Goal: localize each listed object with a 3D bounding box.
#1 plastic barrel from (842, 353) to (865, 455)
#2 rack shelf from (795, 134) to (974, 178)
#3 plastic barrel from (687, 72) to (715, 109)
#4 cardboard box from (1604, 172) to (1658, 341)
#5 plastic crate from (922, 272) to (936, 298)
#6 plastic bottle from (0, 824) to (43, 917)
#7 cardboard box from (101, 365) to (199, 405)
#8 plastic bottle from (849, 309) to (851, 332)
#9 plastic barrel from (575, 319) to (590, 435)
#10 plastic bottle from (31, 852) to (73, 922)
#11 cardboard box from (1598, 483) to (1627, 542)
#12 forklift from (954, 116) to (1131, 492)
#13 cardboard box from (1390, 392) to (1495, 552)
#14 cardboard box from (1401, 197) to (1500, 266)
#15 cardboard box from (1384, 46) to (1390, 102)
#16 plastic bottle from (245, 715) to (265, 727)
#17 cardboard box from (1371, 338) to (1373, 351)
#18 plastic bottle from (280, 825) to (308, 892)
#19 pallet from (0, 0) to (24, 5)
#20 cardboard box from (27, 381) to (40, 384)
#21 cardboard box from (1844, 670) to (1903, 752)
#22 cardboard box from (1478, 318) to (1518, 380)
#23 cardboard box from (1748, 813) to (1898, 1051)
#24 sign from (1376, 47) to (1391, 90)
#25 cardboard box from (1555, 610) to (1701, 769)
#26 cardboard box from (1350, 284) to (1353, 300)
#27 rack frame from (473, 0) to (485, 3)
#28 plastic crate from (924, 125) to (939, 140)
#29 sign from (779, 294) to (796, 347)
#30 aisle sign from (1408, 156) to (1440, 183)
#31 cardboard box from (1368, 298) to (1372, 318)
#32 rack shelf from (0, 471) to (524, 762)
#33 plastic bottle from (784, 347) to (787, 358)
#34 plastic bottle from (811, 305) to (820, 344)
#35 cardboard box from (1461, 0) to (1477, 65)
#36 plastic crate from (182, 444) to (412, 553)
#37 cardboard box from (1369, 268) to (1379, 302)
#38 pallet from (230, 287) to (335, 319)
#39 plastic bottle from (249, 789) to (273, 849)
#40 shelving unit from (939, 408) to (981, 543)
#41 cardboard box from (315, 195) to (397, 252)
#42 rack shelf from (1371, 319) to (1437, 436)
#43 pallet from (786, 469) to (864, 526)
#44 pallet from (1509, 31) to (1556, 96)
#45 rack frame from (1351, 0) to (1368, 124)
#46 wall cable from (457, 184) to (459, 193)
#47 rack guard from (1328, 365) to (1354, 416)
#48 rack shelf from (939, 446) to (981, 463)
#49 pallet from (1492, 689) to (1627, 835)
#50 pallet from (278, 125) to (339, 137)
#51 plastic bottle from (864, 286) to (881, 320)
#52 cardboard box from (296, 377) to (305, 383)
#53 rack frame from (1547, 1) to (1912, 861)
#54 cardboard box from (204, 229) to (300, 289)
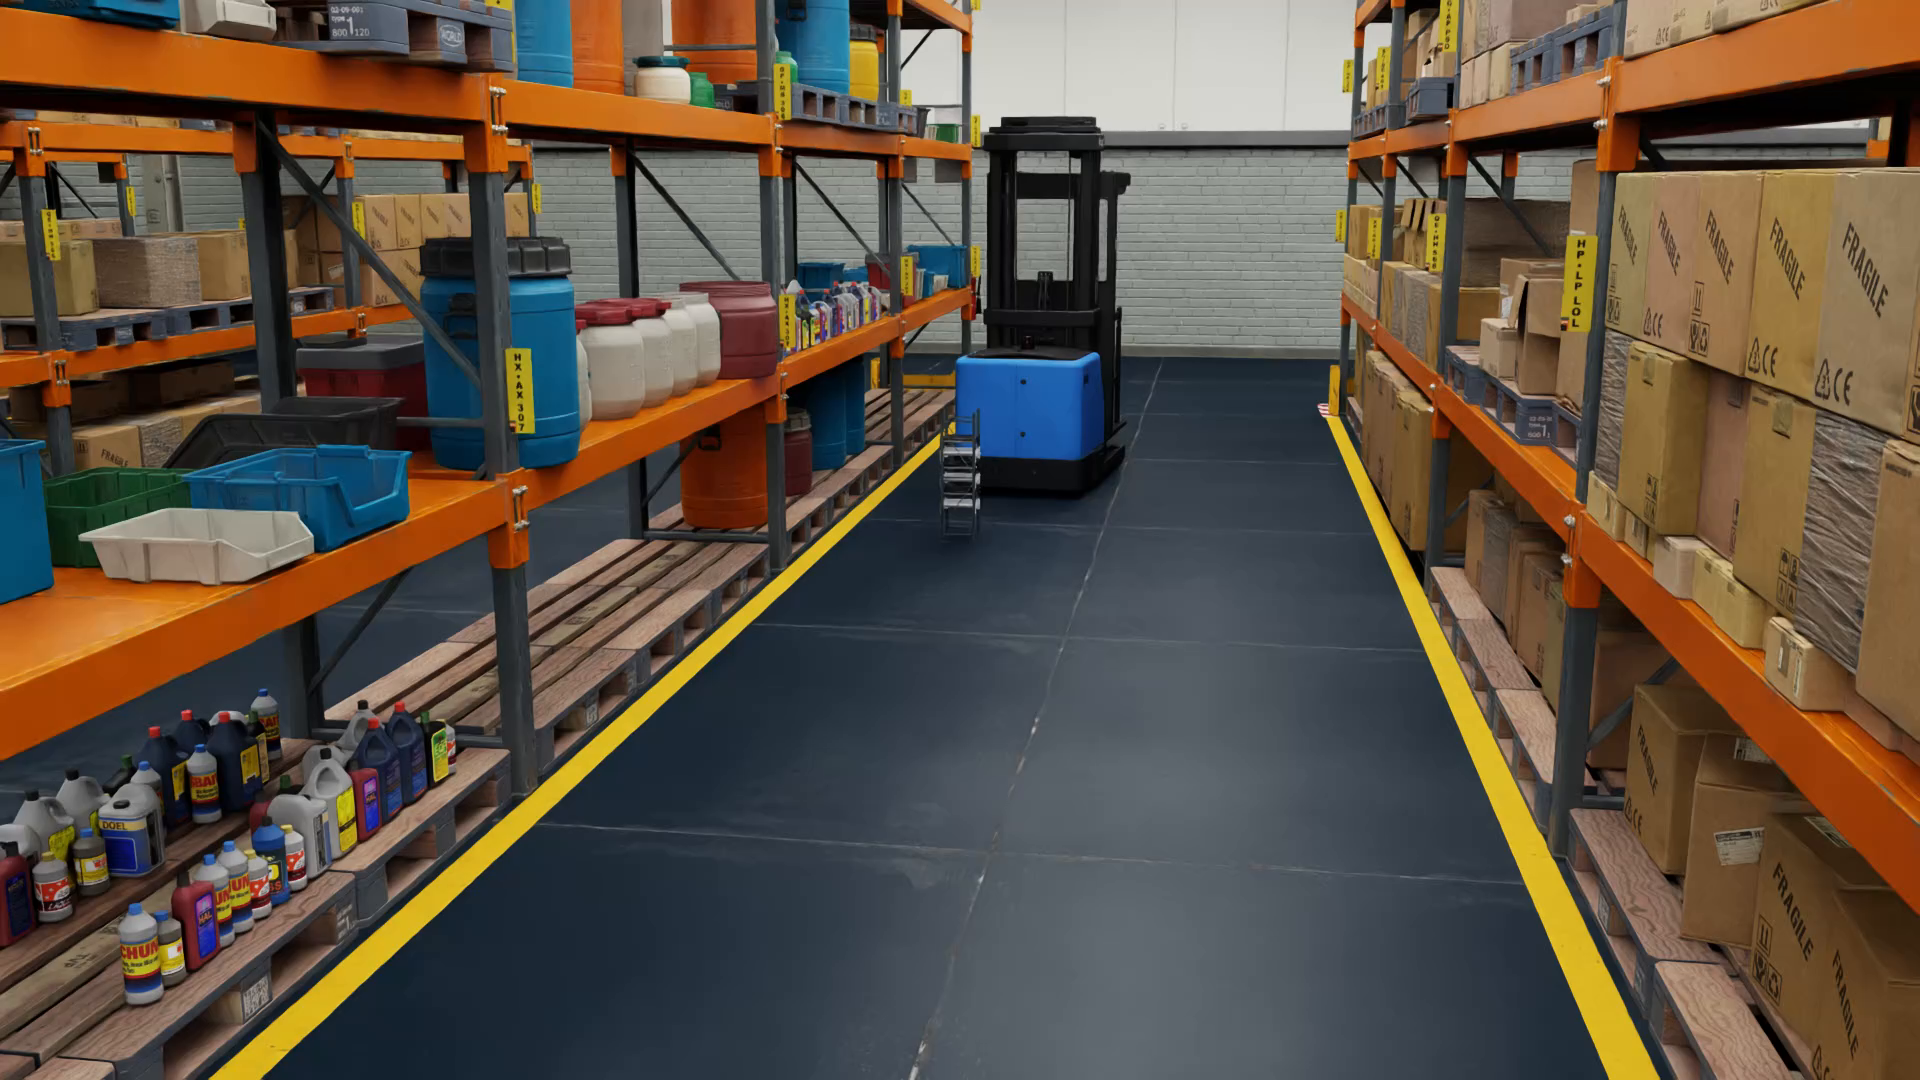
[{"bbox_3d":[-1.094,-1.187,13.867,0.600,0.901,0.708,2,12,9],"label":"plastic barrel"},{"bbox_3d":[-0.686,-3.652,15.905,1.077,0.370,4.000,2,12,9],"label":"rack shelf"},{"bbox_3d":[-1.597,-2.625,9.803,0.294,0.245,0.294,0,12,0],"label":"plastic barrel"},{"bbox_3d":[2.349,-0.892,5.197,0.500,0.500,0.500,2,12,9],"label":"cardboard box"},{"bbox_3d":[-0.441,-2.465,16.066,0.416,0.233,0.300,2,12,9],"label":"plastic crate"},{"bbox_3d":[-2.903,1.017,5.076,0.152,0.276,0.135,2,12,7],"label":"plastic bottle"},{"bbox_3d":[-6.433,-1.236,13.218,0.500,0.250,0.500,2,12,8],"label":"cardboard box"},{"bbox_3d":[-0.880,-1.697,12.719,0.097,0.201,0.097,0,12,0],"label":"plastic bottle"},{"bbox_3d":[-1.861,-0.714,7.362,0.433,0.535,0.433,0,12,0],"label":"plastic barrel"},{"bbox_3d":[-2.777,1.054,5.083,0.097,0.201,0.097,0,12,0],"label":"plastic bottle"},{"bbox_3d":[2.288,-0.085,5.365,0.380,0.149,0.250,2,12,9],"label":"cardboard box"},{"bbox_3d":[0.827,-2.078,14.178,1.130,2.935,3.031,3,13,15],"label":"forklift"},{"bbox_3d":[3.412,-0.437,10.448,1.225,0.875,0.875,1,12,6],"label":"cardboard box"},{"bbox_3d":[3.810,-2.366,12.734,0.797,0.503,0.637,2,12,7],"label":"cardboard box"},{"bbox_3d":[4.048,-4.006,14.371,0.700,0.500,0.500,3,12,12],"label":"cardboard box"},{"bbox_3d":[-2.722,0.771,6.394,0.097,0.201,0.097,0,12,0],"label":"plastic bottle"},{"bbox_3d":[4.219,-1.449,15.143,0.875,0.875,0.875,2,12,9],"label":"cardboard box"},{"bbox_3d":[-2.138,1.007,5.297,0.097,0.201,0.097,0,12,0],"label":"plastic bottle"},{"bbox_3d":[-2.616,-1.166,3.110,1.003,0.211,1.213,2,12,9],"label":"pallet"},{"bbox_3d":[-10.330,-1.900,18.125,0.700,0.500,0.500,1,12,7],"label":"cardboard box"},{"bbox_3d":[2.070,0.334,3.420,0.380,0.149,0.250,2,12,9],"label":"cardboard box"},{"bbox_3d":[2.800,-0.918,7.992,0.500,0.250,0.500,2,12,7],"label":"cardboard box"},{"bbox_3d":[2.470,1.055,4.414,0.500,0.500,0.500,1,12,4],"label":"cardboard box"},{"bbox_3d":[3.351,-3.736,13.172,0.100,0.325,0.005,2,12,9],"label":"sign"},{"bbox_3d":[2.785,0.585,6.548,0.700,0.500,0.500,1,12,4],"label":"cardboard box"},{"bbox_3d":[3.978,-2.393,16.072,0.380,0.149,0.250,2,12,8],"label":"cardboard box"},{"bbox_3d":[-2.224,-3.388,5.854,1.000,3.000,0.127,2,12,9],"label":"rack frame"},{"bbox_3d":[-0.451,-3.852,15.755,0.437,0.136,0.530,2,12,9],"label":"plastic crate"},{"bbox_3d":[-1.065,-1.351,10.256,0.100,0.325,0.005,2,12,9],"label":"sign"},{"bbox_3d":[4.823,-4.069,17.083,0.394,0.787,0.004,2,12,9],"label":"aisle sign"},{"bbox_3d":[3.663,-1.965,14.088,0.380,0.149,0.250,2,12,10],"label":"cardboard box"},{"bbox_3d":[-2.532,0.313,4.630,1.077,0.370,4.000,2,12,9],"label":"rack shelf"},{"bbox_3d":[-1.178,-1.328,10.840,0.097,0.271,0.097,0,12,0],"label":"plastic bottle"},{"bbox_3d":[-1.036,-1.520,11.733,0.097,0.271,0.097,0,12,0],"label":"plastic bottle"},{"bbox_3d":[2.958,-2.798,8.810,0.500,0.500,0.500,2,12,9],"label":"cardboard box"},{"bbox_3d":[-2.126,-0.143,5.391,0.499,0.251,0.616,2,12,9],"label":"plastic crate"},{"bbox_3d":[3.709,-2.133,13.919,0.500,0.250,0.500,2,12,8],"label":"cardboard box"},{"bbox_3d":[-6.119,-2.025,14.226,1.003,0.211,1.213,2,12,9],"label":"pallet"},{"bbox_3d":[-2.252,0.939,5.422,0.061,0.283,0.133,2,12,9],"label":"plastic bottle"},{"bbox_3d":[0.001,-0.442,11.406,0.258,0.900,0.210,2,12,9],"label":"shelving unit"},{"bbox_3d":[-5.537,-2.908,15.258,0.500,0.500,0.500,2,12,10],"label":"cardboard box"},{"bbox_3d":[3.592,-1.192,11.612,1.077,0.370,4.000,2,12,9],"label":"rack shelf"},{"bbox_3d":[-1.339,-0.343,12.586,1.003,0.211,1.213,2,12,9],"label":"pallet"},{"bbox_3d":[3.026,-2.010,7.027,1.213,0.211,1.003,2,12,9],"label":"pallet"},{"bbox_3d":[4.515,-5.725,16.700,1.000,3.000,0.127,2,12,9],"label":"rack frame"},{"bbox_3d":[-8.945,-5.855,24.671,3.097,2.526,0.112,2,12,9],"label":"wall cable"},{"bbox_3d":[4.519,-1.576,17.619,1.175,0.500,0.348,2,12,9],"label":"rack guard"},{"bbox_3d":[0.001,-0.585,11.376,0.258,0.077,0.200,2,12,9],"label":"rack shelf"},{"bbox_3d":[2.788,0.906,6.787,1.003,0.211,1.213,2,12,9],"label":"pallet"},{"bbox_3d":[-6.057,-3.523,14.046,1.213,0.211,1.003,2,12,9],"label":"pallet"},{"bbox_3d":[-0.735,-1.967,13.797,0.152,0.276,0.135,2,12,9],"label":"plastic bottle"},{"bbox_3d":[-5.681,-1.163,14.659,0.500,0.500,0.500,2,12,8],"label":"cardboard box"},{"bbox_3d":[2.670,-0.295,5.741,1.000,3.000,0.127,2,12,9],"label":"rack frame"},{"bbox_3d":[-6.182,-2.445,14.483,0.700,0.500,0.500,-2,12,-10],"label":"cardboard box"}]
